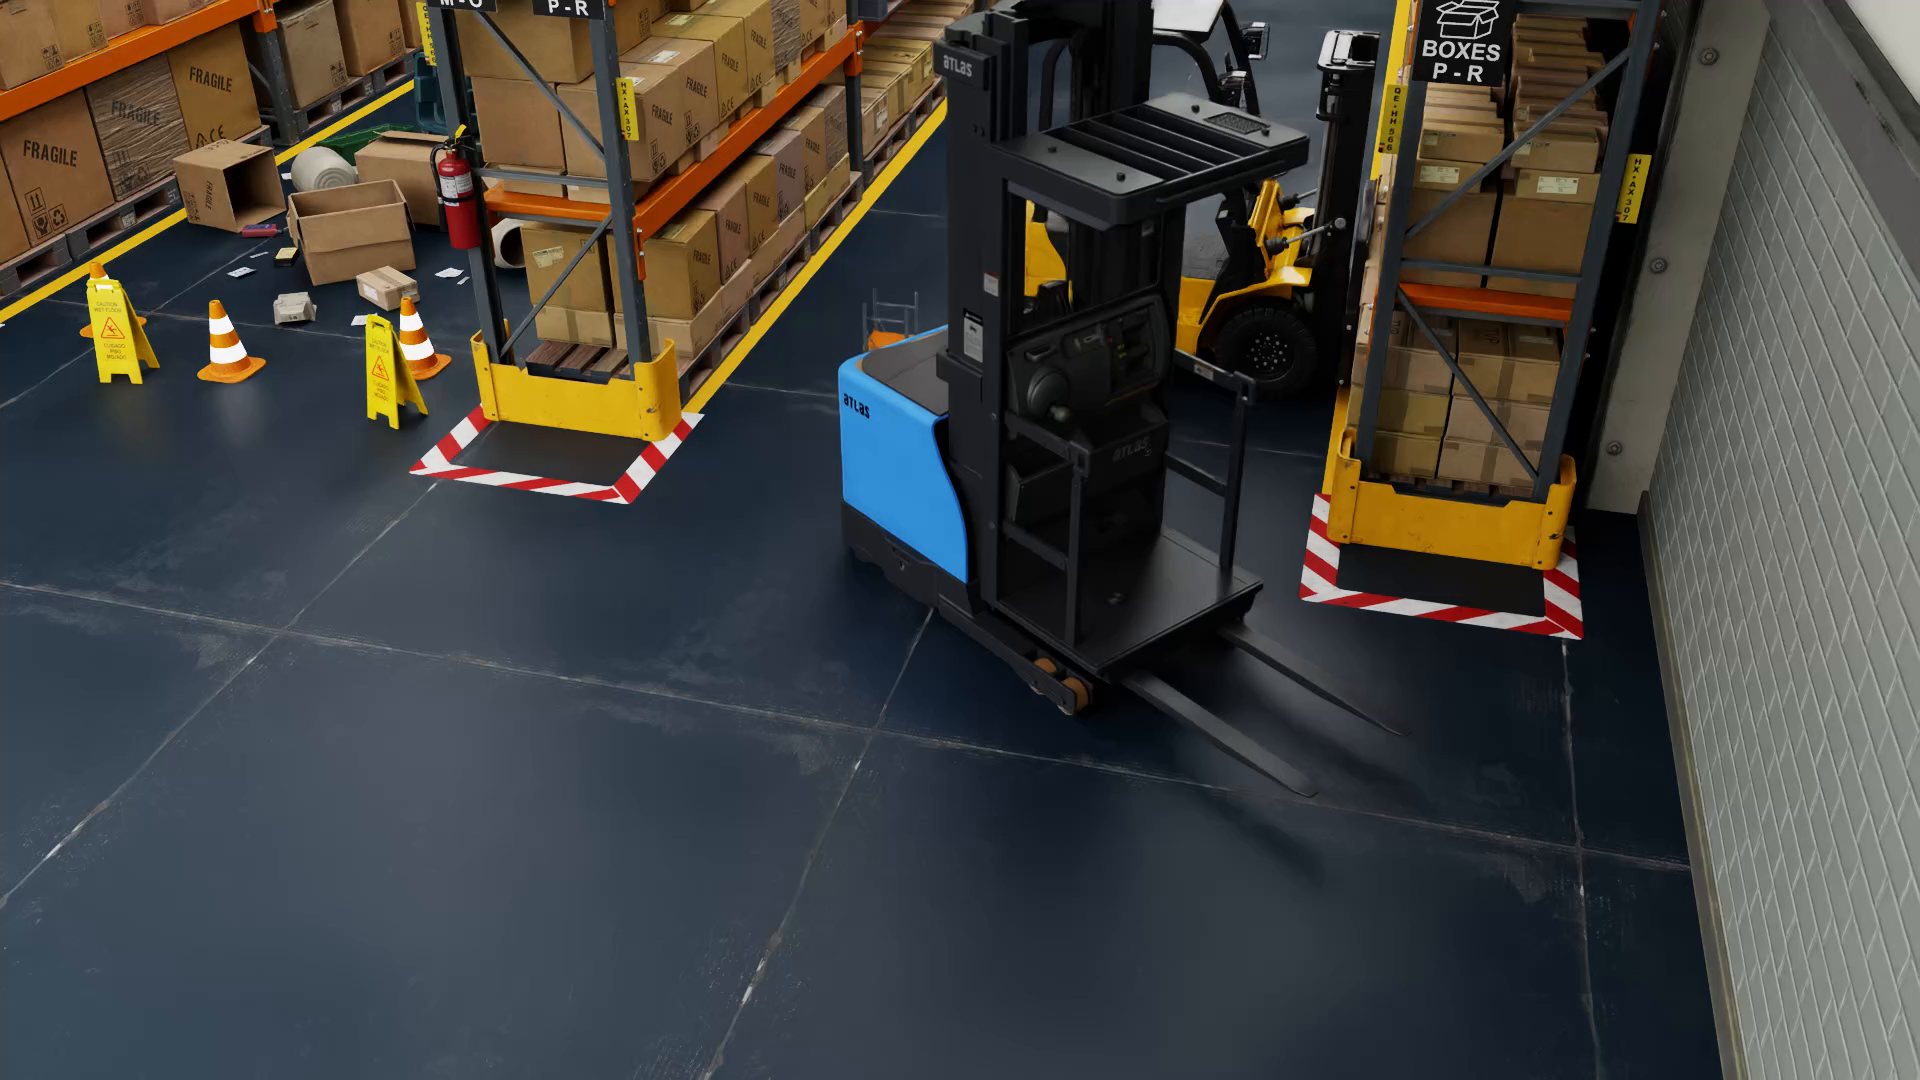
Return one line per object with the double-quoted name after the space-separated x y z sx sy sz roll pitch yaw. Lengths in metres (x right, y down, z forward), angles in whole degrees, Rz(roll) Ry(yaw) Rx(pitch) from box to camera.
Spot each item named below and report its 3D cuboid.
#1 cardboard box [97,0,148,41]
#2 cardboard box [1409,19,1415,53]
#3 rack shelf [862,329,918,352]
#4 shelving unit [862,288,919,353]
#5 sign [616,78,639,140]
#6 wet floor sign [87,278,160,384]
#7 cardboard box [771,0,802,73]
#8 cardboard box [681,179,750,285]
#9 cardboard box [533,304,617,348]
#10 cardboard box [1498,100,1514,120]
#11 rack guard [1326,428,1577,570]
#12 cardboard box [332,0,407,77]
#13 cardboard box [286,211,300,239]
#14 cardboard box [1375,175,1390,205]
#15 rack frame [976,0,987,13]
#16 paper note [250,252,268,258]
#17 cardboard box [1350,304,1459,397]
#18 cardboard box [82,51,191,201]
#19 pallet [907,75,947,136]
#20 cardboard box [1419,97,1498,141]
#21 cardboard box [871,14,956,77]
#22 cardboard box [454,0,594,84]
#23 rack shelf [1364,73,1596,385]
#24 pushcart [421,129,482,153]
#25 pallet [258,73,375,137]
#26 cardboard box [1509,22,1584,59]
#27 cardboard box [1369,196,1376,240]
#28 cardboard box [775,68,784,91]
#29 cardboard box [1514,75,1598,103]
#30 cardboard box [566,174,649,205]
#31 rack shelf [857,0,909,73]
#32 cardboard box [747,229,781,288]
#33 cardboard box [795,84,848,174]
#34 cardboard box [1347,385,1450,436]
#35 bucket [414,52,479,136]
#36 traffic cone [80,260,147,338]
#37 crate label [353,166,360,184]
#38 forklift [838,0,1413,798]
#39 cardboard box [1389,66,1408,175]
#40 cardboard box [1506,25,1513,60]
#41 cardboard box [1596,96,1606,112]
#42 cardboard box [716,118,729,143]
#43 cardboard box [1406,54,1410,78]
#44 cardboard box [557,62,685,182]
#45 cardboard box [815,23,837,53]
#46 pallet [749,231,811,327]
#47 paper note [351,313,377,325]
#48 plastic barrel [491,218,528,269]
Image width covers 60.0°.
-6.514 -3.974 12.065 0.875 0.550 0.550 8 33 12 "cardboard box"
2.911 -3.020 10.006 0.380 0.149 0.250 8 33 12 "cardboard box"
-0.354 -0.993 8.605 0.258 0.103 0.180 8 33 12 "rack shelf"
-0.354 -0.727 8.775 0.258 1.200 0.189 8 33 12 "shelving unit"
-1.740 -2.250 8.687 0.100 0.325 0.005 8 33 12 "sign"
-5.171 -1.302 10.197 0.267 0.644 0.232 3 33 4 "wet floor sign"
-1.374 -3.400 10.932 0.500 0.500 0.500 9 34 14 "cardboard box"
-1.659 -1.957 10.506 0.500 0.500 0.500 7 33 11 "cardboard box"
-2.314 -1.444 10.397 0.500 0.250 0.500 8 33 12 "cardboard box"
3.165 -2.081 9.135 0.500 0.500 0.500 8 33 12 "cardboard box"
2.531 -0.218 8.626 1.175 0.500 0.348 8 33 12 "rack guard"
-5.745 -4.718 15.081 1.050 0.750 0.750 8 33 12 "cardboard box"
-4.719 -2.359 12.214 0.396 0.266 0.258 14 35 21 "cardboard box"
2.871 -2.067 10.446 0.500 0.250 0.500 9 34 14 "cardboard box"
-0.235 -6.110 15.566 1.000 3.000 0.127 8 33 12 "rack frame"
-5.045 -2.054 11.971 0.032 0.001 0.123 28 42 36 "paper note"
2.352 -1.005 8.775 0.500 0.250 0.500 9 34 14 "cardboard box"
-6.516 -3.151 12.500 0.875 0.875 0.875 8 33 13 "cardboard box"
-0.746 -3.897 14.683 1.003 0.211 1.213 8 33 12 "pallet"
2.456 -2.073 8.240 0.380 0.149 0.250 8 33 12 "cardboard box"
-0.568 -4.503 15.095 0.950 0.372 0.625 7 33 11 "cardboard box"
-2.347 -2.843 9.124 0.700 0.500 0.500 7 33 11 "cardboard box"
3.044 -2.019 9.801 1.077 0.370 4.000 8 33 12 "rack shelf"
-3.468 -3.212 13.451 1.648 0.377 0.936 -3 33 -4 "pushcart"
-5.941 -3.890 14.672 1.003 0.211 1.213 8 33 12 "pallet"
3.312 -2.808 9.396 0.380 0.149 0.250 9 34 14 "cardboard box"
3.109 -2.172 11.541 0.500 0.250 0.500 8 33 13 "cardboard box"
-1.385 -3.064 11.008 0.380 0.149 0.250 7 33 12 "cardboard box"
3.058 -2.268 8.547 0.380 0.149 0.250 8 33 13 "cardboard box"
-1.979 -2.001 9.336 0.380 0.149 0.250 8 33 13 "cardboard box"
-0.743 -4.769 14.126 1.077 0.370 4.000 8 33 12 "rack shelf"
-1.530 -1.905 11.123 0.500 0.250 0.500 10 34 16 "cardboard box"
-1.141 -3.024 12.184 0.500 0.500 0.500 8 33 12 "cardboard box"
2.358 -0.808 8.930 0.500 0.250 0.500 8 33 12 "cardboard box"
-3.868 -3.532 13.144 0.726 0.611 0.620 20 28 29 "bucket"
-5.571 -1.592 10.823 0.336 0.463 0.334 8 33 12 "traffic cone"
-4.684 -2.883 13.157 0.298 0.136 0.250 -14 35 -21 "crate label"
0.709 -0.753 7.202 1.130 2.935 3.031 -24 39 -32 "forklift"
2.795 -2.415 9.659 0.500 0.500 0.500 8 33 13 "cardboard box"
3.432 -2.948 9.893 0.380 0.149 0.250 9 34 14 "cardboard box"
3.204 -2.259 8.810 0.380 0.149 0.250 8 33 13 "cardboard box"
-1.641 -2.525 10.160 0.380 0.149 0.250 9 34 14 "cardboard box"
2.651 -2.617 9.095 0.380 0.149 0.250 9 33 13 "cardboard box"
-1.877 -2.335 9.256 0.500 0.500 0.500 8 33 12 "cardboard box"
-1.094 -3.590 11.835 0.380 0.149 0.250 9 33 13 "cardboard box"
-1.694 -1.869 11.494 1.003 0.211 1.213 8 33 12 "pallet"
-3.951 -1.467 11.030 0.148 0.019 0.142 -3 33 -4 "paper note"
-3.206 -2.150 11.737 0.421 0.421 0.512 -21 38 -29 "plastic barrel"
